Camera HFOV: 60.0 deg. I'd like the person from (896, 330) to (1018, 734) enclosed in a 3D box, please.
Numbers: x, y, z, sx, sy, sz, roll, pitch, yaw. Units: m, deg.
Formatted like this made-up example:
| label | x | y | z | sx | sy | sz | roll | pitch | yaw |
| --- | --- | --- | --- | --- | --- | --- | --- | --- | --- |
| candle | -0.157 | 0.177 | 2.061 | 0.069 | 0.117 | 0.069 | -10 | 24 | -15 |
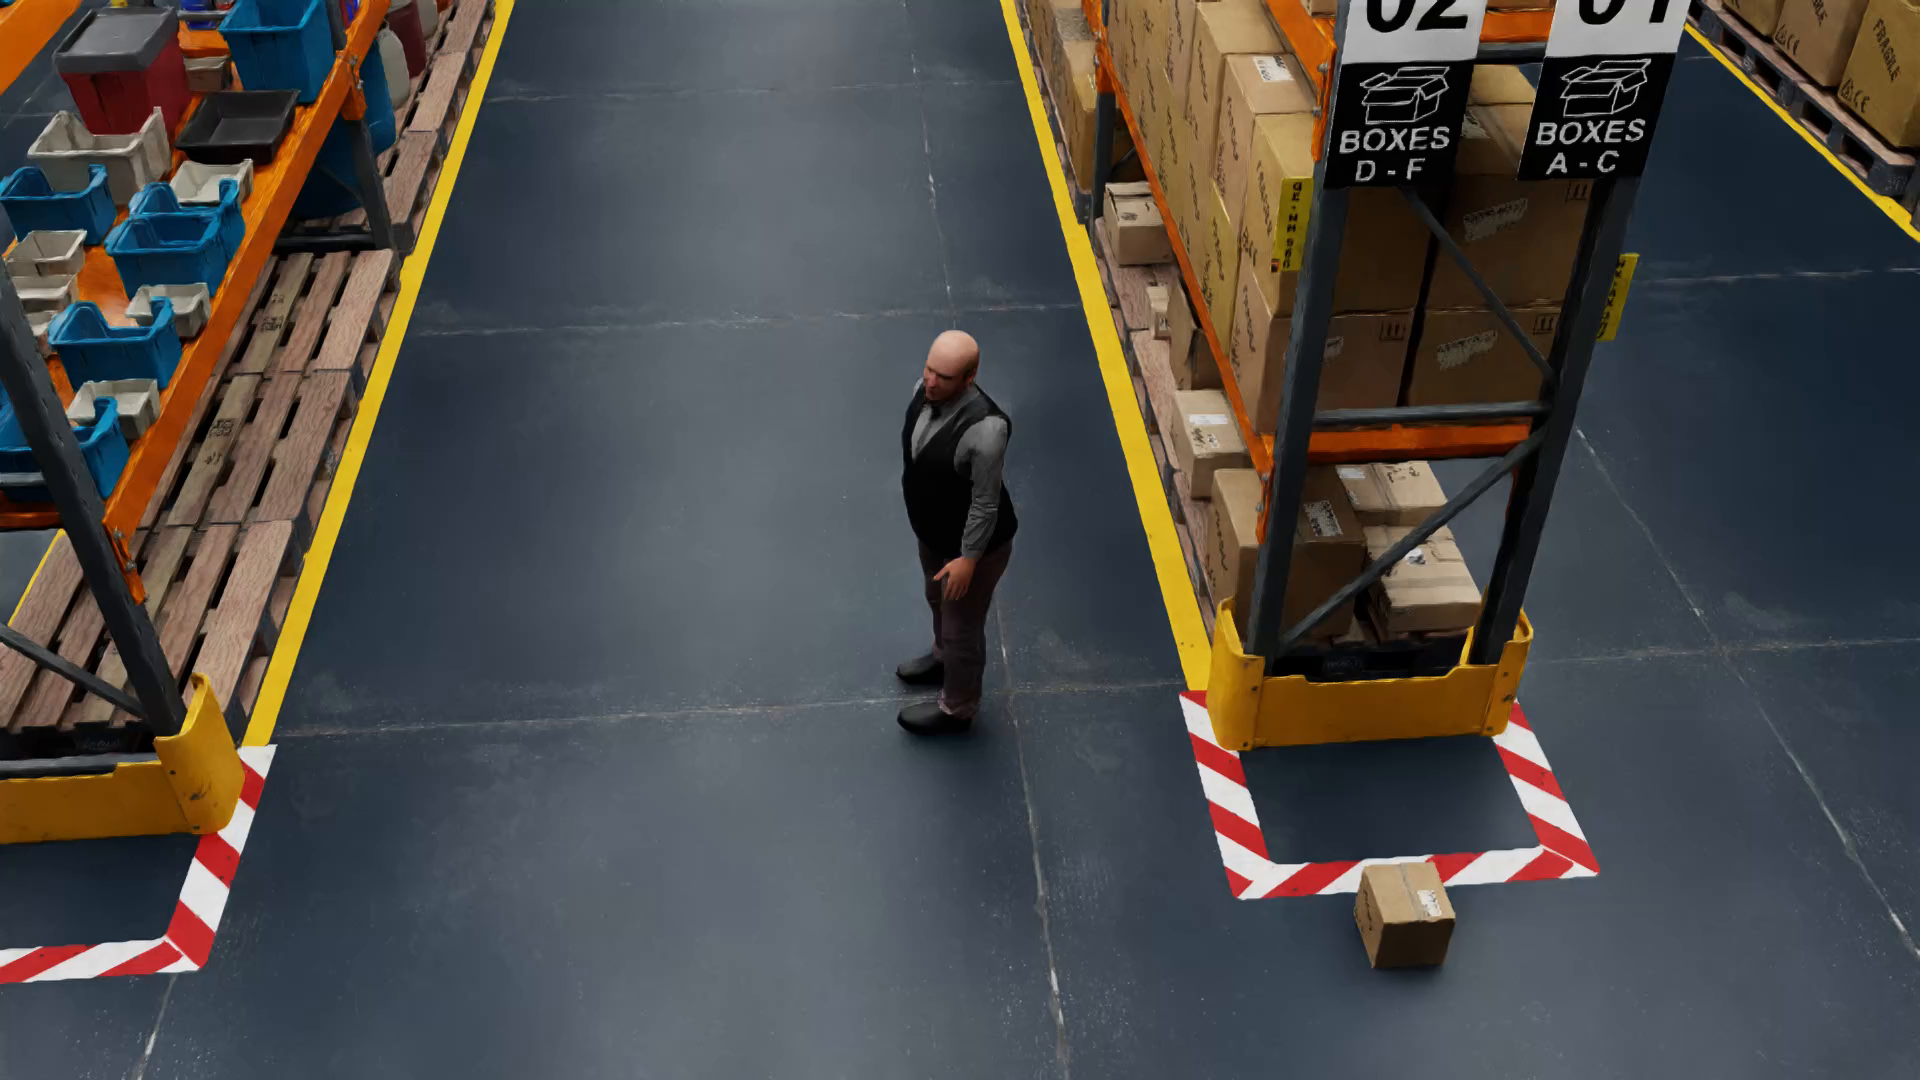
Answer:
| label | x | y | z | sx | sy | sz | roll | pitch | yaw |
| --- | --- | --- | --- | --- | --- | --- | --- | --- | --- |
| person | -0.070 | -0.021 | 6.161 | 0.475 | 1.728 | 0.559 | -19 | 43 | -22 |
